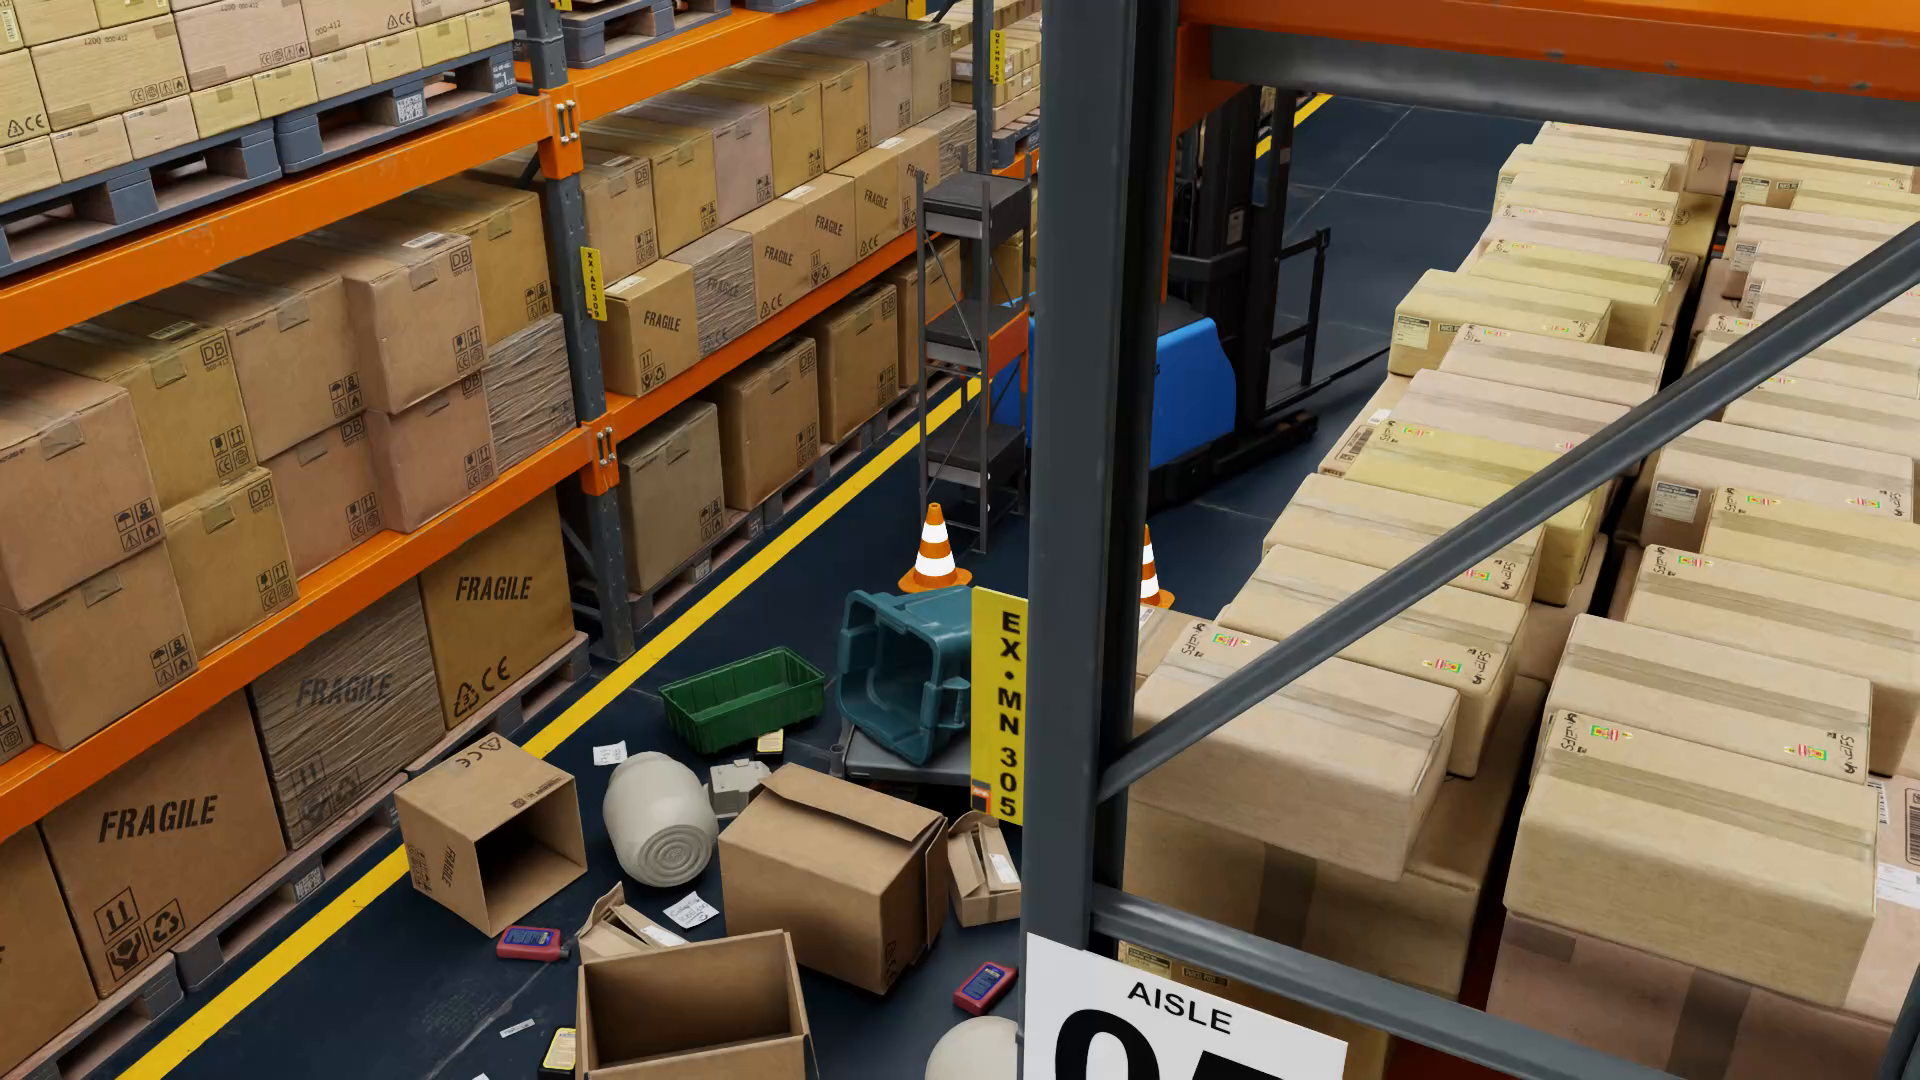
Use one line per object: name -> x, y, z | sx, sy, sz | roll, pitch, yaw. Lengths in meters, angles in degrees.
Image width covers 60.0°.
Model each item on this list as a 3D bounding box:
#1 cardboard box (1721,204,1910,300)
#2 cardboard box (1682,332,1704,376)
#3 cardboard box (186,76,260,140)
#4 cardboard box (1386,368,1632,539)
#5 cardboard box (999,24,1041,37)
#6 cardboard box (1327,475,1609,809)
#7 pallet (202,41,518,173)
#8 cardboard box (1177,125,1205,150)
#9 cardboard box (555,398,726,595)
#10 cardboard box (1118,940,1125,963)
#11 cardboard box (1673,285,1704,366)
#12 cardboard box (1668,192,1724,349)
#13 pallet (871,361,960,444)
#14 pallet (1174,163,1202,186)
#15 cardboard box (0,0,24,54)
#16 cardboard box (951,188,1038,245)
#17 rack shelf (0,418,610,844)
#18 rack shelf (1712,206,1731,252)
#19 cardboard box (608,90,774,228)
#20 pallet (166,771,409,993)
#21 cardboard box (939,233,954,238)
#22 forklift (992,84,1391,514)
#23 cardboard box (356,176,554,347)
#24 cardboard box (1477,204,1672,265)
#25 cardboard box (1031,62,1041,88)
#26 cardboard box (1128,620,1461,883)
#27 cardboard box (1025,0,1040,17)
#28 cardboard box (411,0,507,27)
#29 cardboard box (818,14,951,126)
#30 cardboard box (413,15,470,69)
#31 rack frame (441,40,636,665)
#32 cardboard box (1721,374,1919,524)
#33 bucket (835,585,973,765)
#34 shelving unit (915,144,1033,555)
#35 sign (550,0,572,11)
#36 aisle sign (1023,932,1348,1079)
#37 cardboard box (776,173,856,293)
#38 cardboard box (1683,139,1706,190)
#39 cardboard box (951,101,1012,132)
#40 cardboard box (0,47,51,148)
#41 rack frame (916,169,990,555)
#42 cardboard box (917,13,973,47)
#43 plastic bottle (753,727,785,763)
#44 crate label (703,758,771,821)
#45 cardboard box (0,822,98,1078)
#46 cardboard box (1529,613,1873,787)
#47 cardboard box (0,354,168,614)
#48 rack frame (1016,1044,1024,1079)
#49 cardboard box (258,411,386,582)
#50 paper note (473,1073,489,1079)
cardboard box -> 1.955, -0.630, 3.775 | 0.380, 0.149, 0.250 | 14, 33, 22
cardboard box -> 1.713, -0.180, 3.392 | 0.500, 0.250, 0.500 | 15, 33, 24
cardboard box -> -2.546, -1.444, 5.471 | 0.380, 0.149, 0.250 | 14, 33, 23
cardboard box -> 0.966, -0.160, 2.956 | 0.380, 0.149, 0.250 | 14, 33, 23
cardboard box -> 0.476, -3.436, 11.455 | 0.380, 0.149, 0.250 | 13, 32, 21
cardboard box -> 0.780, 0.153, 2.812 | 0.500, 0.250, 0.500 | 14, 33, 23
pallet -> -2.468, -1.728, 6.324 | 1.003, 0.211, 1.213 | 14, 33, 23
cardboard box -> 2.008, -3.536, 14.537 | 0.380, 0.149, 0.250 | 16, 33, 25
cardboard box -> -1.884, -0.328, 8.647 | 1.050, 0.750, 0.750 | 14, 33, 23
cardboard box -> 0.667, 1.501, 6.131 | 0.500, 0.500, 0.500 | -12, 32, -20
cardboard box -> 1.822, -0.619, 4.556 | 0.380, 0.149, 0.250 | 14, 33, 23
cardboard box -> 1.695, -0.749, 4.382 | 0.500, 0.250, 0.500 | 14, 33, 23
pallet -> -0.690, -1.058, 10.880 | 1.003, 0.211, 1.213 | 14, 33, 23
pallet -> 1.832, -3.469, 15.079 | 1.003, 0.211, 1.213 | 14, 33, 23
cardboard box -> -2.893, -1.455, 4.689 | 0.380, 0.149, 0.250 | 14, 33, 23
cardboard box -> 0.265, -2.274, 11.532 | 0.500, 0.250, 0.500 | 13, 32, 21
rack shelf -> -2.997, 0.372, 6.312 | 1.077, 0.370, 4.000 | 14, 33, 23
rack shelf -> 3.277, -1.624, 6.775 | 1.077, 0.370, 4.000 | 14, 33, 23
cardboard box -> -1.402, -1.977, 8.576 | 0.700, 0.500, 0.500 | 15, 33, 24
pallet -> -3.057, 1.245, 6.870 | 1.003, 0.211, 1.213 | 14, 33, 23
cardboard box -> -0.197, -2.049, 11.894 | 0.500, 0.500, 0.500 | 14, 33, 23
forklift -> 1.583, -1.993, 9.777 | 3.031, 2.935, 1.130 | -25, 38, -37
cardboard box -> -2.285, -1.204, 7.099 | 0.875, 0.550, 0.550 | 14, 33, 23
cardboard box -> 1.388, -0.630, 3.775 | 0.380, 0.149, 0.250 | 14, 33, 23
cardboard box -> 0.375, -3.210, 11.360 | 0.380, 0.149, 0.250 | 13, 32, 22
cardboard box -> 0.435, 0.271, 2.206 | 0.380, 0.149, 0.250 | 15, 33, 24
cardboard box -> 0.381, -4.060, 12.541 | 0.380, 0.149, 0.250 | 16, 33, 25
cardboard box -> -2.082, -2.140, 6.282 | 0.500, 0.250, 0.500 | 14, 33, 23
cardboard box -> -0.478, -2.880, 10.148 | 0.700, 0.500, 0.500 | 14, 33, 23
cardboard box -> -2.082, -1.898, 6.261 | 0.380, 0.149, 0.250 | 15, 33, 24
rack frame -> -2.086, -0.826, 7.677 | 1.000, 3.000, 0.127 | 14, 33, 23
cardboard box -> 1.557, -0.159, 2.954 | 0.380, 0.149, 0.250 | 15, 33, 25
bucket -> -0.096, 0.517, 7.098 | 0.620, 0.611, 0.726 | -14, 31, -42
shelving unit -> 0.075, -0.984, 8.855 | 0.431, 2.100, 0.503 | 14, 33, 23
sign -> -1.592, -2.260, 6.563 | 0.100, 0.325, 0.005 | 14, 33, 23
aisle sign -> 0.258, 0.859, 2.131 | 0.394, 0.787, 0.004 | 14, 33, 23
cardboard box -> -0.916, -1.712, 9.118 | 0.500, 0.500, 0.500 | 15, 33, 24
cardboard box -> 1.840, -1.098, 4.590 | 0.380, 0.149, 0.250 | 15, 33, 25
cardboard box -> 0.119, -2.825, 10.988 | 0.380, 0.149, 0.250 | 14, 33, 23
cardboard box -> -3.001, -1.248, 4.729 | 0.500, 0.250, 0.500 | 14, 33, 23
rack frame -> -0.036, -0.876, 8.667 | 0.400, 2.100, 0.015 | 14, 33, 23
cardboard box -> -0.095, -3.598, 11.737 | 0.380, 0.149, 0.250 | 15, 33, 25
plastic bottle -> -0.869, 0.913, 7.599 | 0.133, 0.061, 0.283 | -1, 30, -3
crate label -> -0.965, 1.075, 7.240 | 0.298, 0.136, 0.250 | -7, 31, -11
cardboard box -> -3.658, 1.371, 5.563 | 0.875, 0.875, 0.875 | 14, 33, 24
cardboard box -> 0.988, 0.261, 2.223 | 0.380, 0.149, 0.250 | 14, 33, 23
cardboard box -> -3.161, -0.224, 5.393 | 0.875, 0.550, 0.550 | 14, 33, 23
rack frame -> 0.544, 2.025, 2.711 | 1.000, 3.000, 0.127 | 14, 33, 23
cardboard box -> -2.825, -0.263, 6.546 | 0.875, 0.550, 0.550 | 14, 33, 23
paper note -> -1.702, 1.944, 5.836 | 0.142, 0.017, 0.144 | -25, 38, -36
